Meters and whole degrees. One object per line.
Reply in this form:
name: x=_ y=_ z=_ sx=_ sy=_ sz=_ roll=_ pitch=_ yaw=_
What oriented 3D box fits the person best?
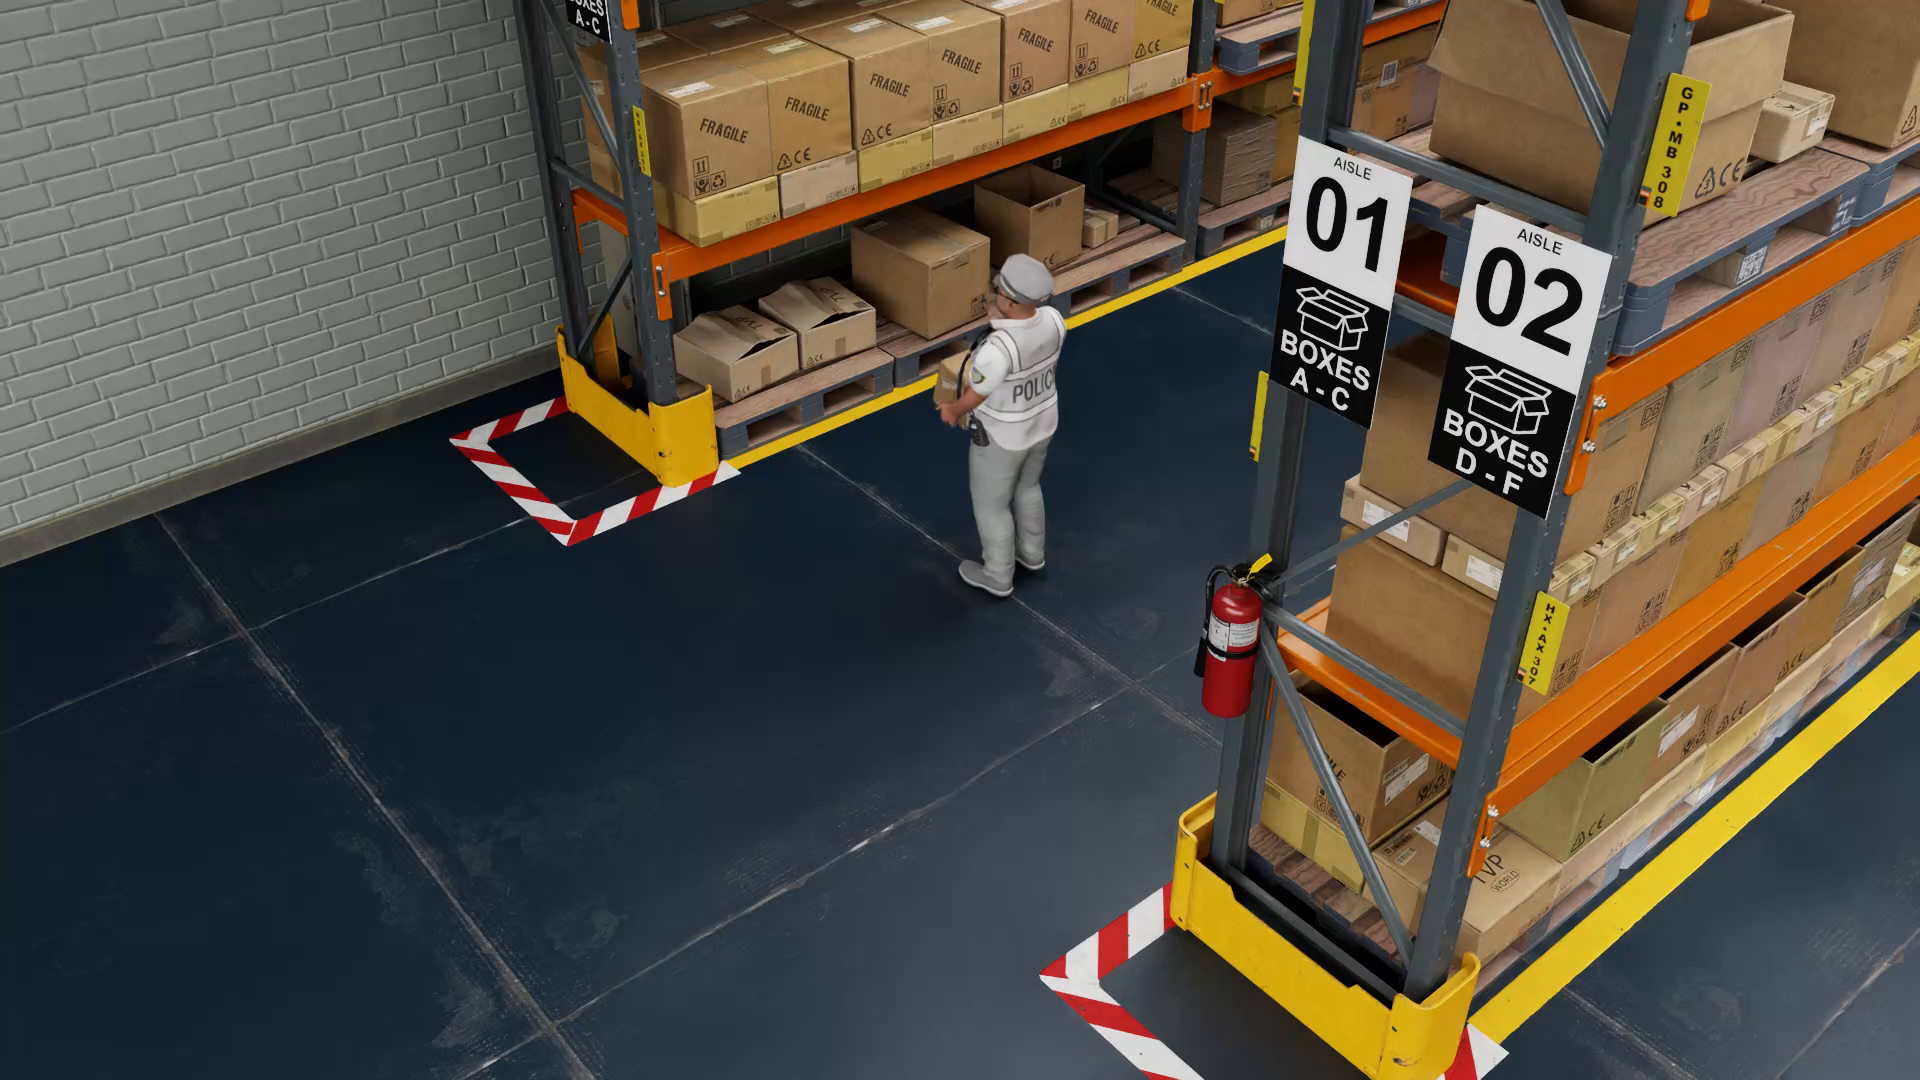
person: x=0.181 y=-0.558 z=7.821 sx=0.552 sy=1.782 sz=0.534 roll=27 pitch=44 yaw=32
